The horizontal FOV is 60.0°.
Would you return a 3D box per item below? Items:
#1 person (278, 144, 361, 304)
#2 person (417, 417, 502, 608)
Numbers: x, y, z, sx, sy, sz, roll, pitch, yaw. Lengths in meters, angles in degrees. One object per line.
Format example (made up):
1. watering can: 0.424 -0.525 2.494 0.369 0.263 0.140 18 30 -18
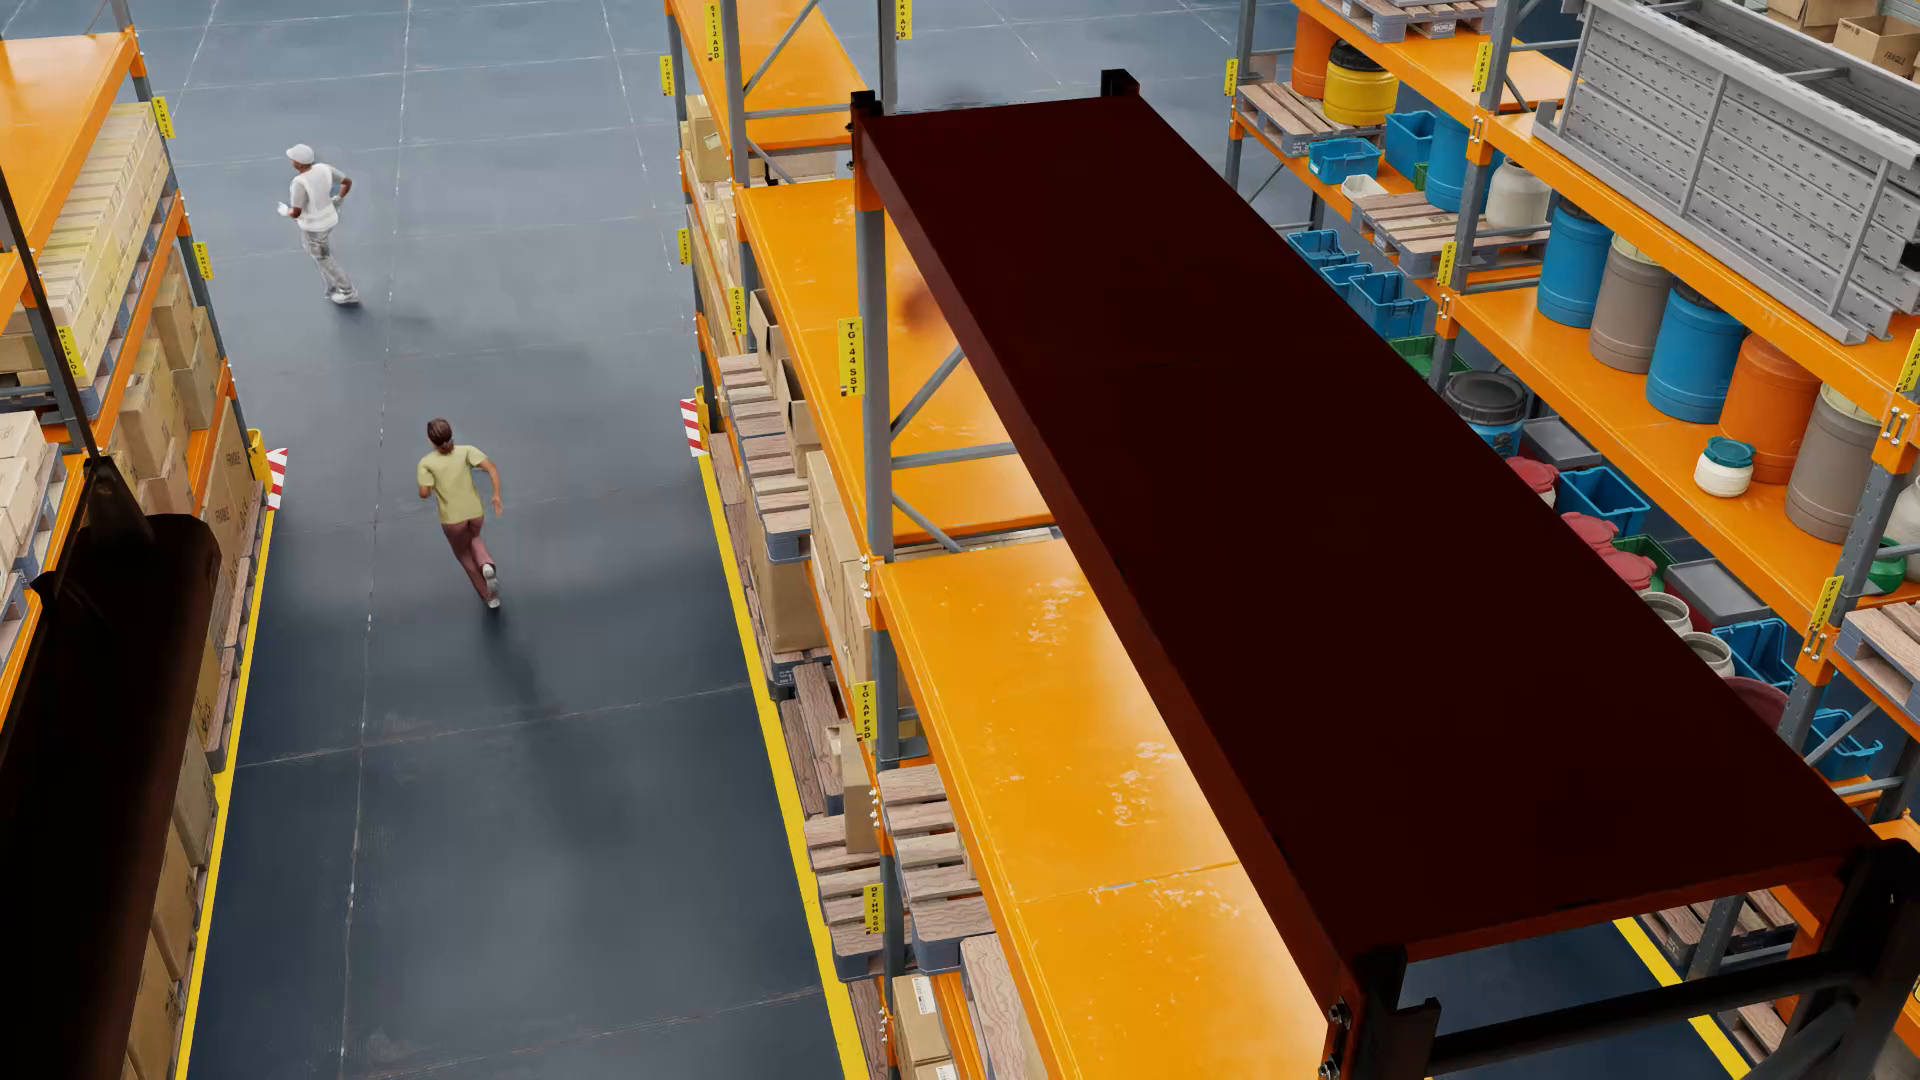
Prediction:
1. person: -6.722 -3.308 17.382 0.693 1.773 0.694 9 35 12
2. person: -3.884 -0.194 12.990 0.570 1.597 0.673 -24 41 -31
